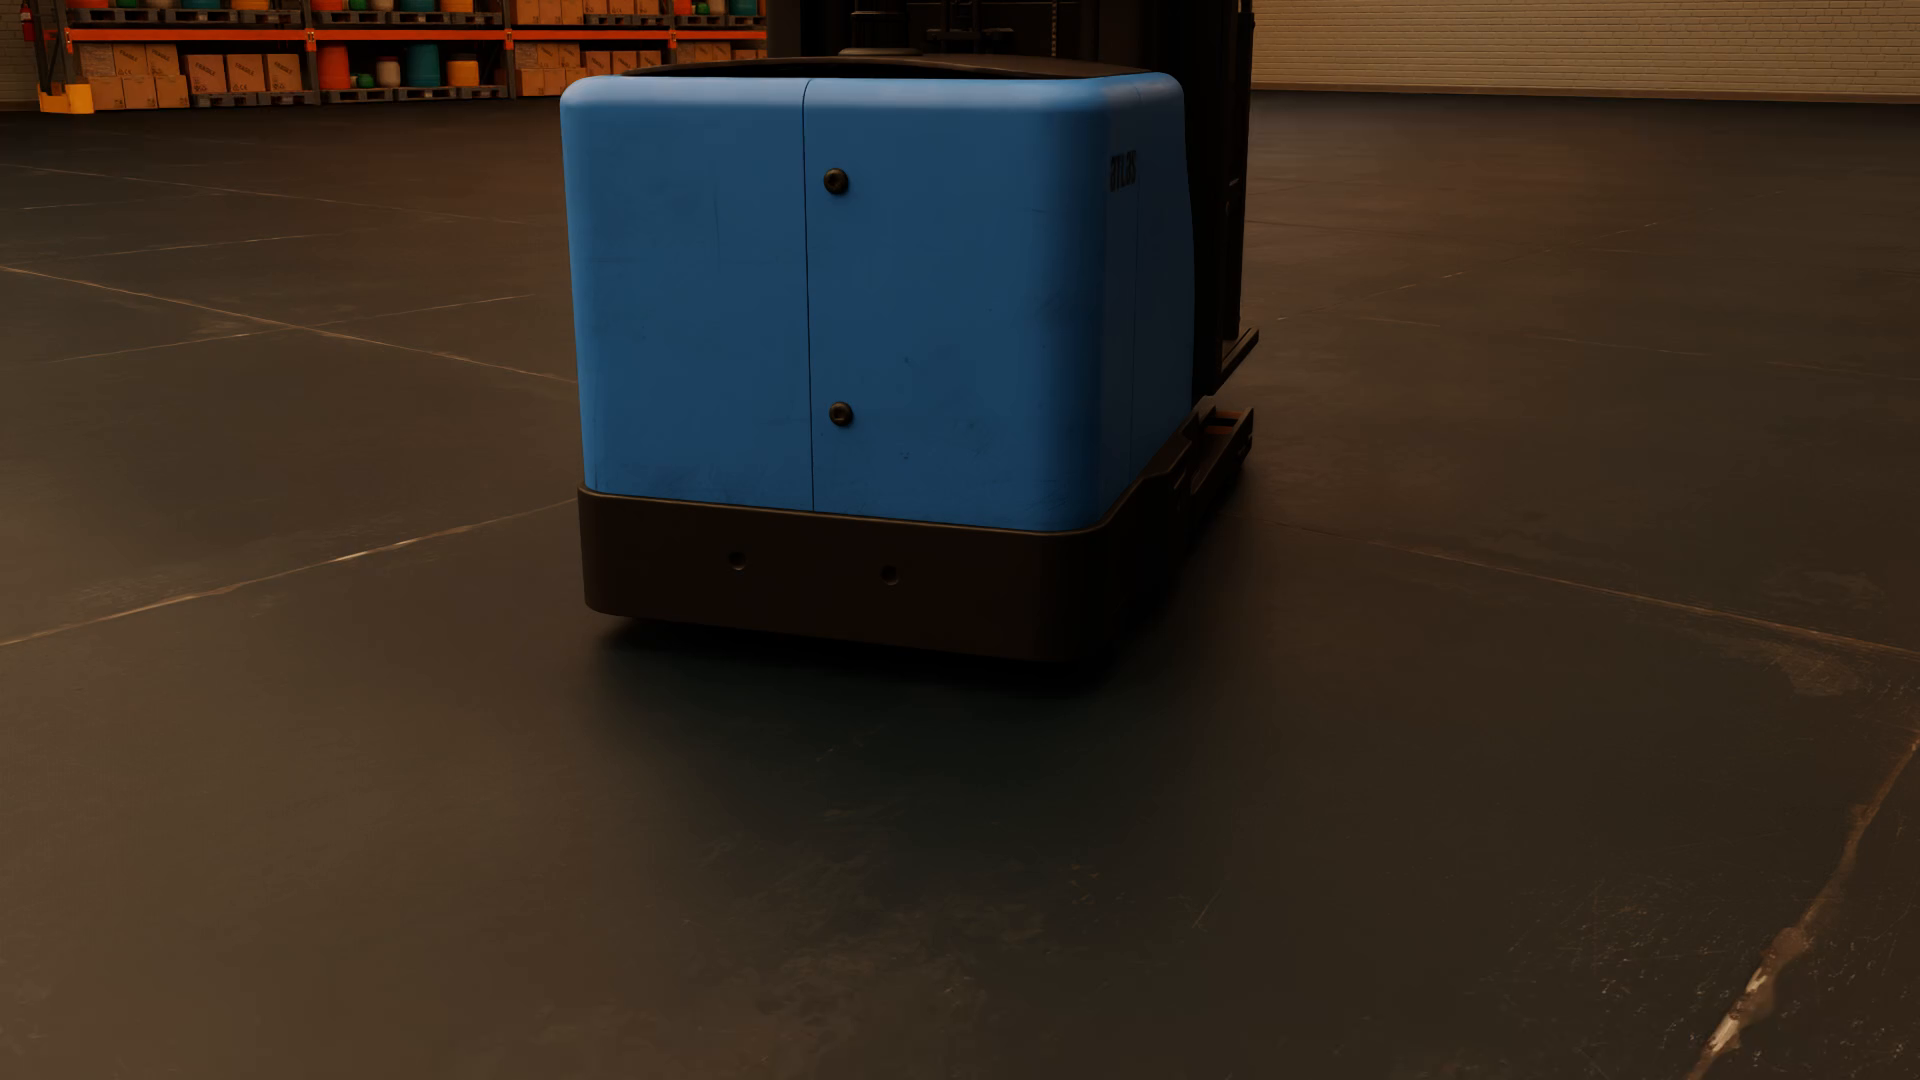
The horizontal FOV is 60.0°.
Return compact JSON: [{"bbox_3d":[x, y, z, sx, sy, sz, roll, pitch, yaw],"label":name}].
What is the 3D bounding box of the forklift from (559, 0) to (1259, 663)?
[{"bbox_3d":[0.182,-1.571,4.072,1.130,2.935,3.031,5,18,17],"label":"forklift"}]
